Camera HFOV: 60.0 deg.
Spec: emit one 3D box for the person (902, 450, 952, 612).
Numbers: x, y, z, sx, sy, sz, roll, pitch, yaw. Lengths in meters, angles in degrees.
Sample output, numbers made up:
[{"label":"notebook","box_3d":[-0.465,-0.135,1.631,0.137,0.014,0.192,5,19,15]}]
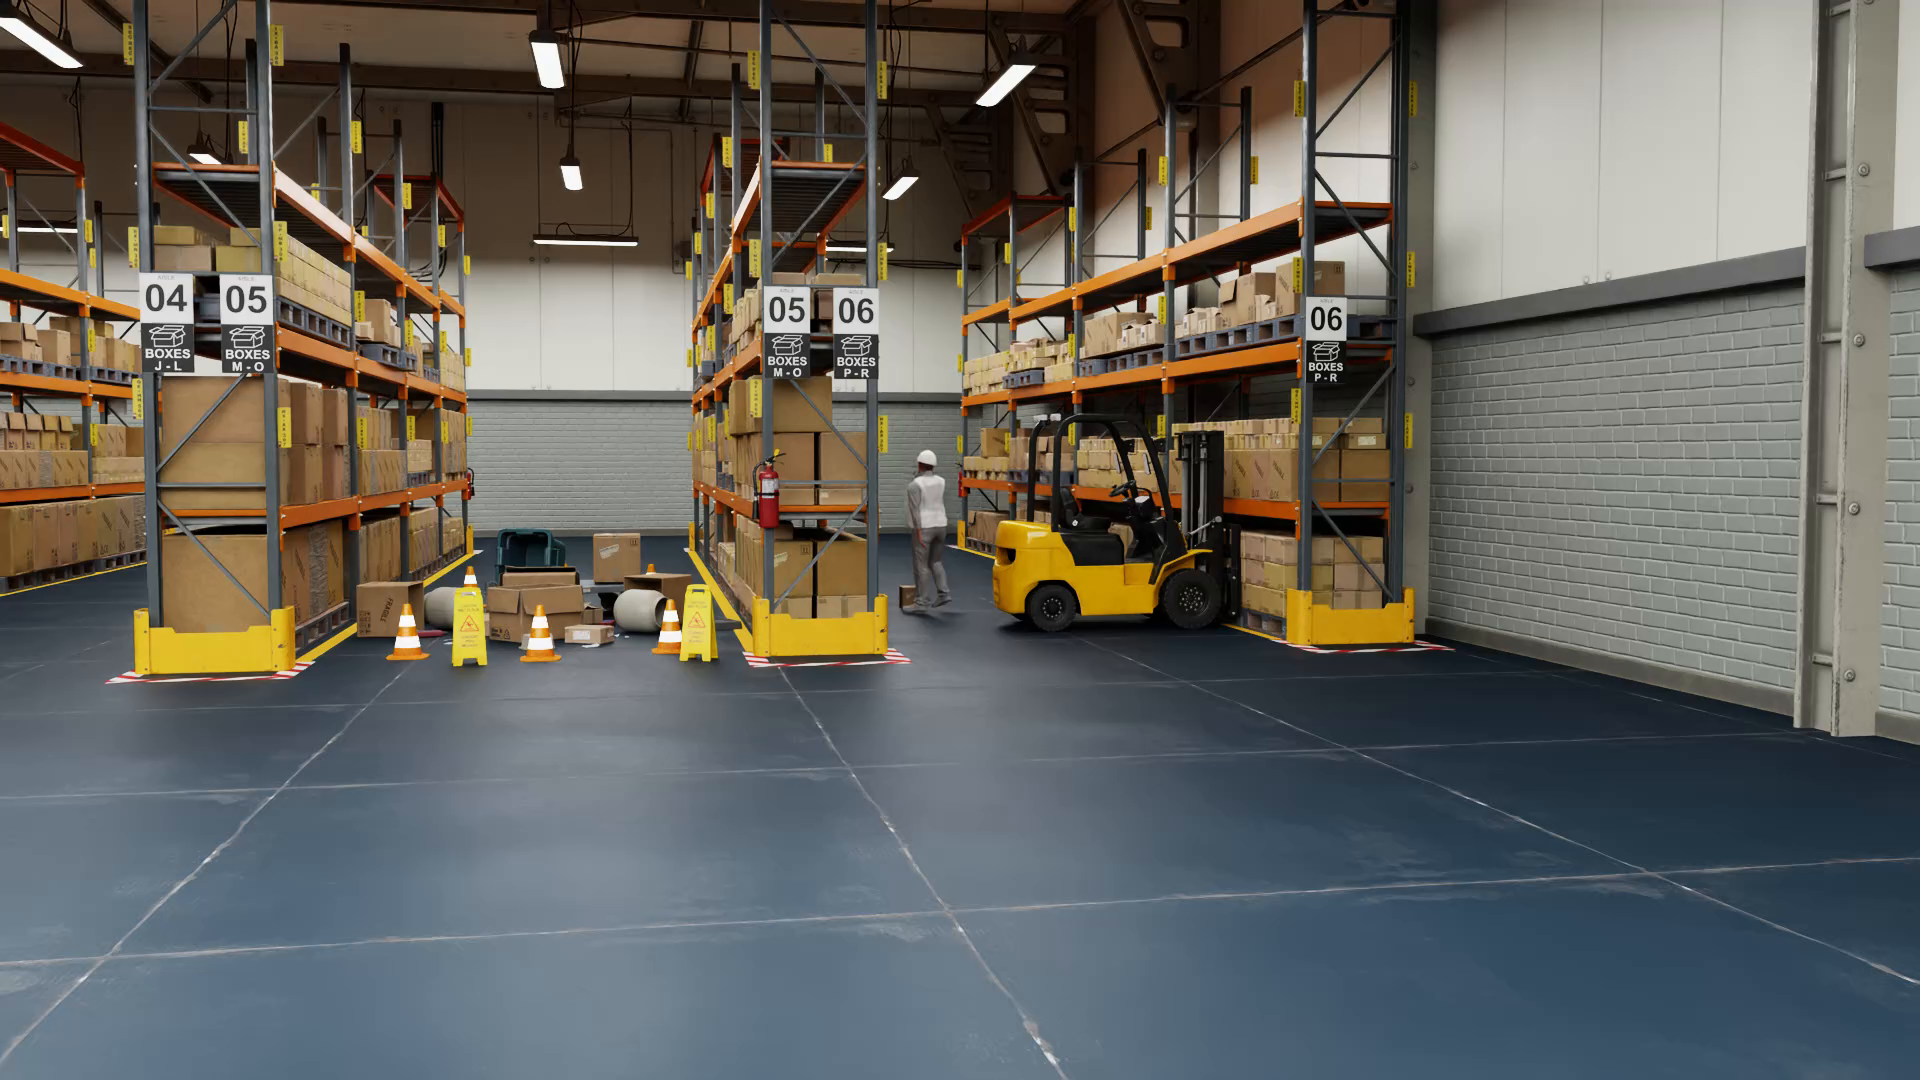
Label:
[{"label":"person","box_3d":[-0.373,-0.105,18.410,0.571,1.777,0.376,-3,4,-42]}]
